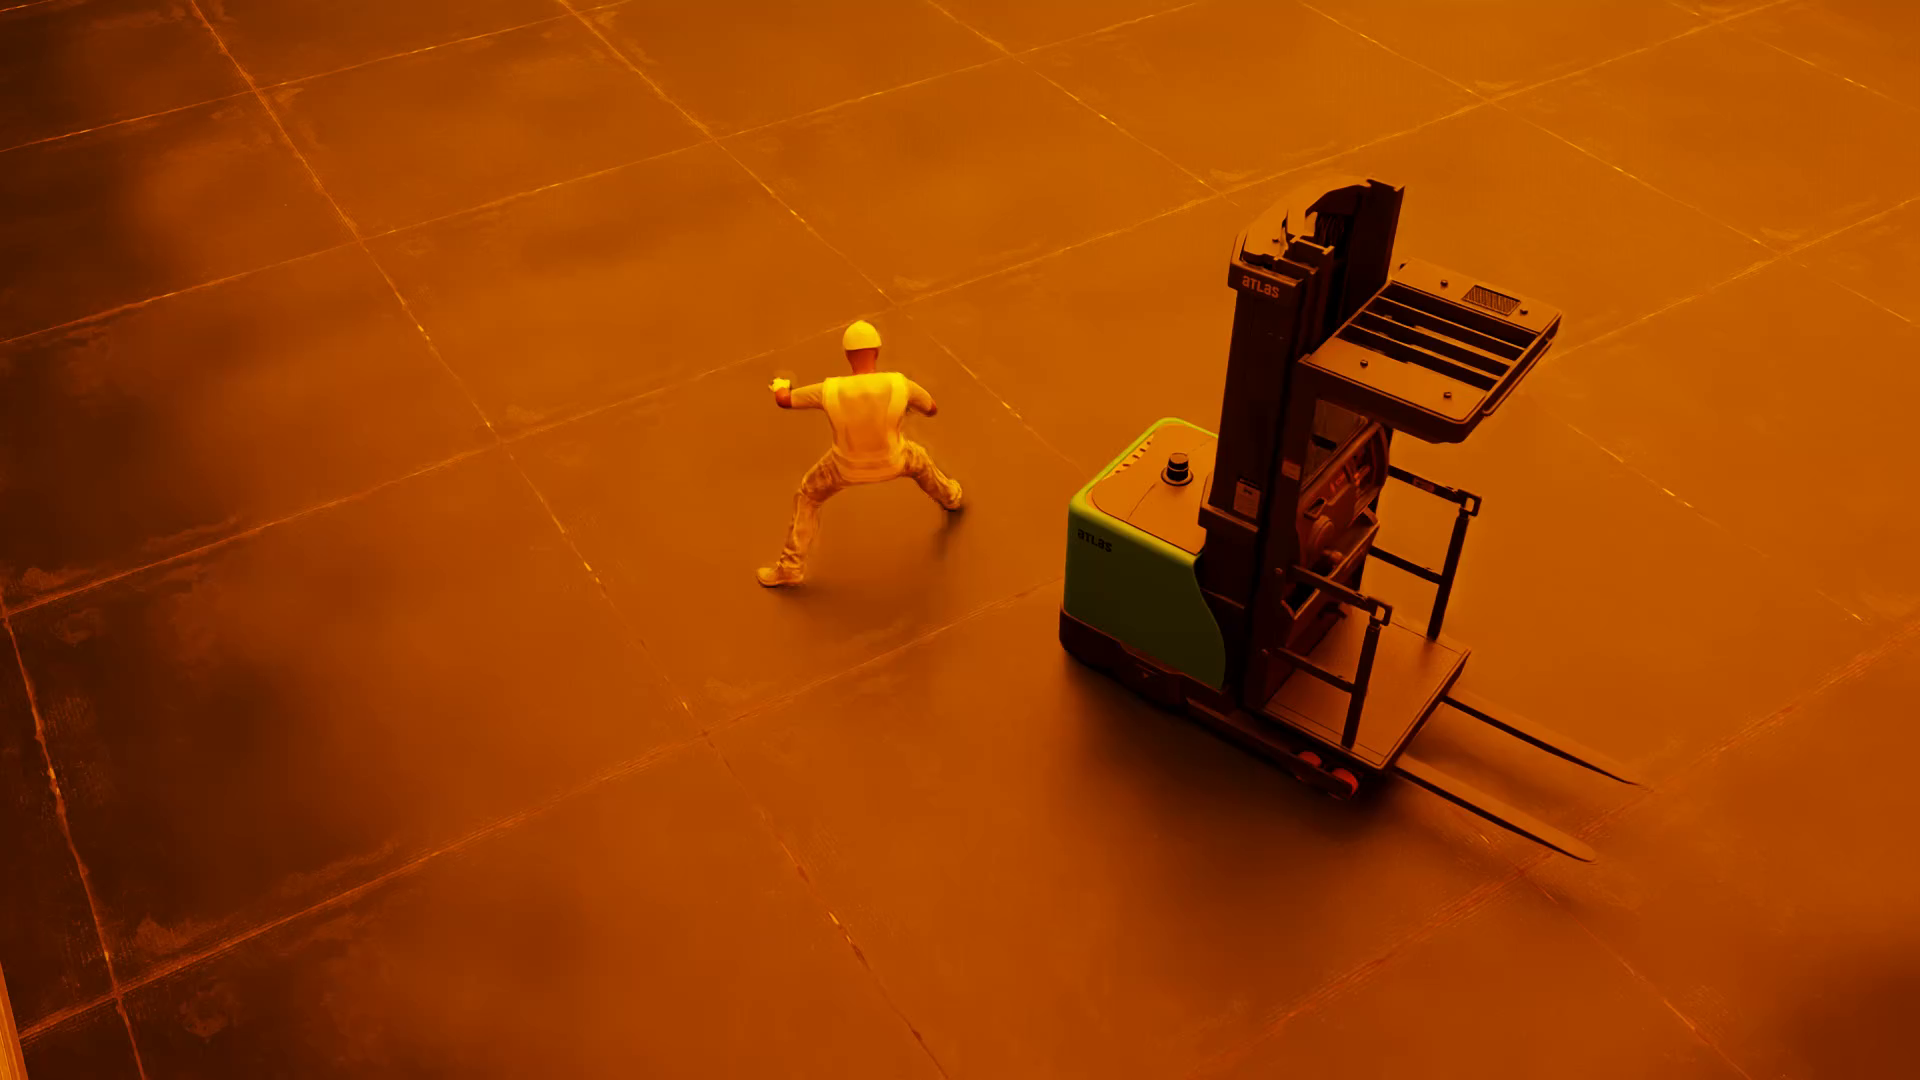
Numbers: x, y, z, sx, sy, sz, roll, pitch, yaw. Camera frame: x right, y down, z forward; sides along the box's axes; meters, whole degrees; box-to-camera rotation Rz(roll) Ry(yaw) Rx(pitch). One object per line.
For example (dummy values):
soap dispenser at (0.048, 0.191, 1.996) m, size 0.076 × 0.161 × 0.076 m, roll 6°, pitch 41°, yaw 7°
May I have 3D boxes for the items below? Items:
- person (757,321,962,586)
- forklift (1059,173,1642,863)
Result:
person at (-0.598, -0.612, 9.600) m, size 1.274 × 1.573 × 0.948 m, roll -4°, pitch 41°, yaw -4°
forklift at (2.037, -0.164, 8.059) m, size 3.031 × 2.935 × 1.130 m, roll 27°, pitch 48°, yaw 27°
